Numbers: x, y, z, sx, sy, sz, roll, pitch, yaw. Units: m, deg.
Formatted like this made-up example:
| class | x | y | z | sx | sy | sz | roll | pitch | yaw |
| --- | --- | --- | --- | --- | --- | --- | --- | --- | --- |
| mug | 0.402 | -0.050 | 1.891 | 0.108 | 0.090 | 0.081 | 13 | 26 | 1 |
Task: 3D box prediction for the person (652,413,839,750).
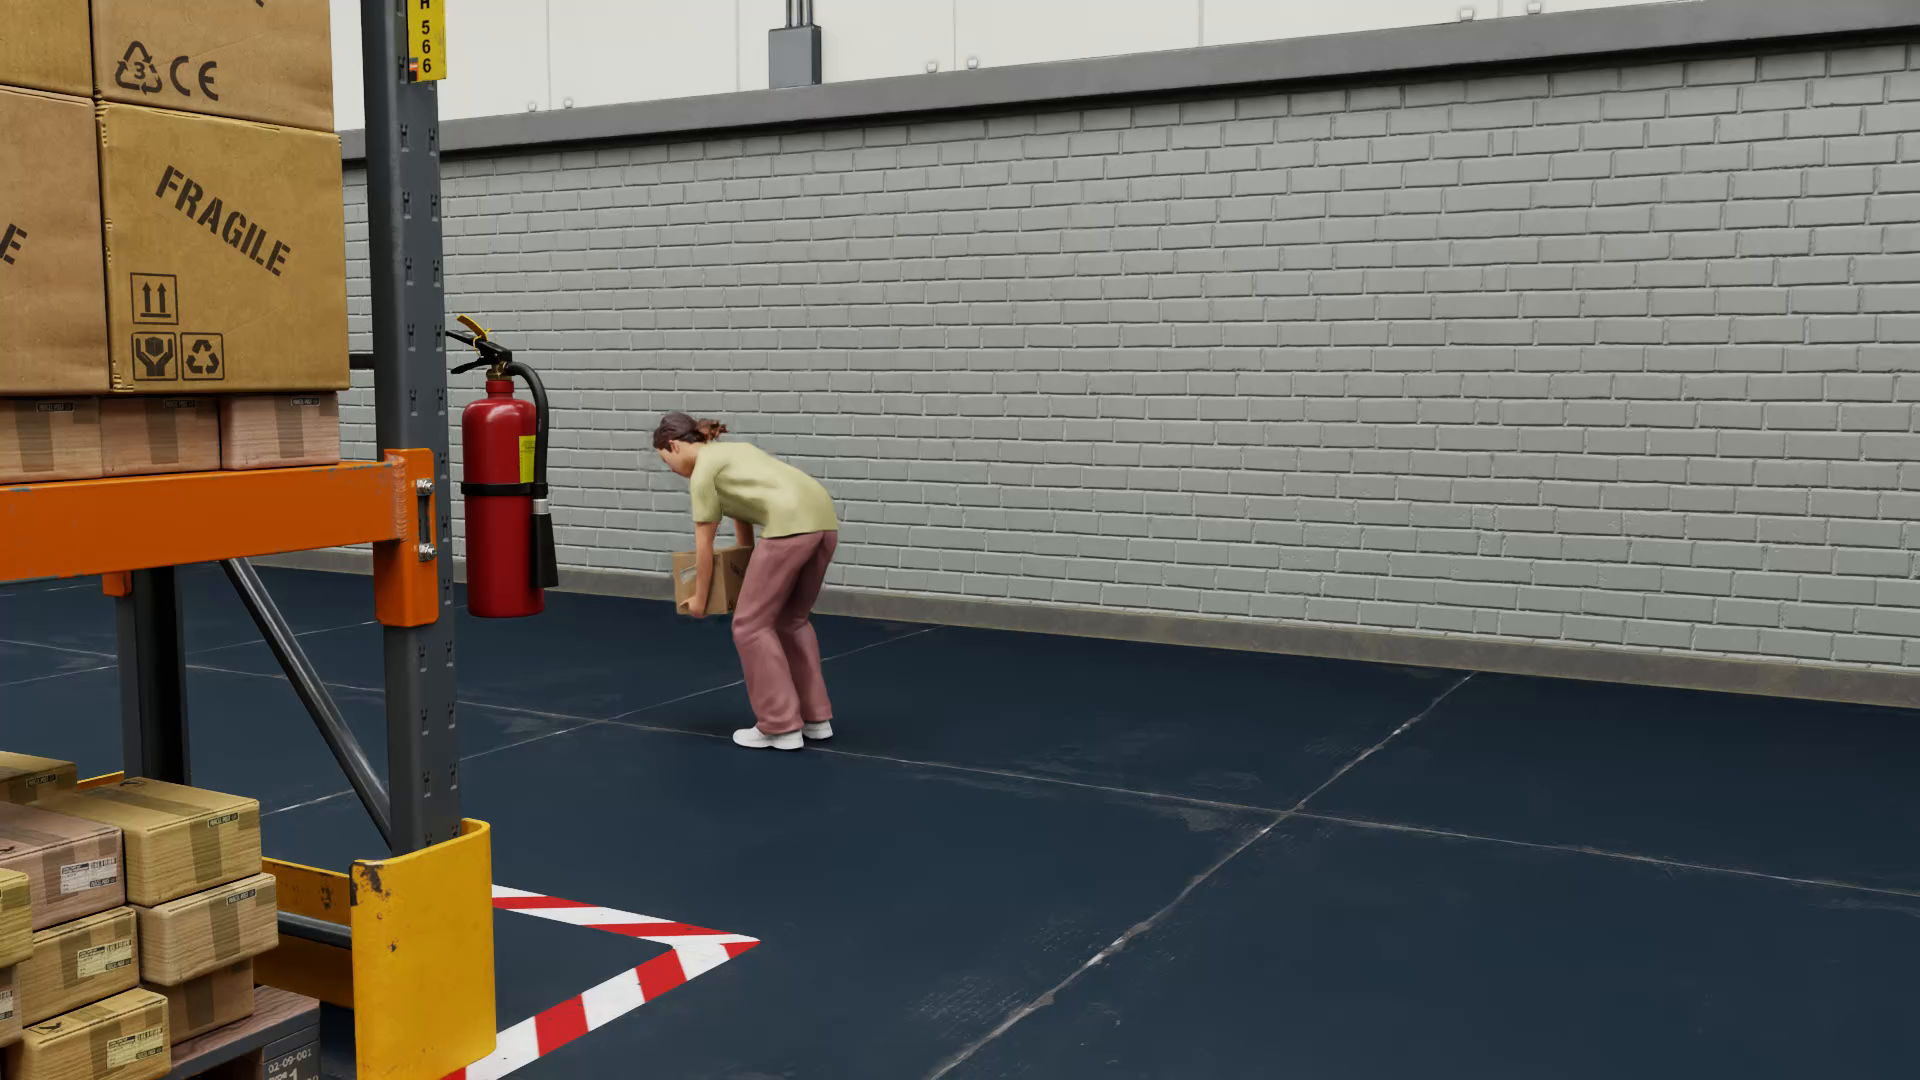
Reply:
| class | x | y | z | sx | sy | sz | roll | pitch | yaw |
| --- | --- | --- | --- | --- | --- | --- | --- | --- | --- |
| person | -0.879 | 0.208 | 6.690 | 0.811 | 1.191 | 0.410 | 3 | 7 | 27 |
